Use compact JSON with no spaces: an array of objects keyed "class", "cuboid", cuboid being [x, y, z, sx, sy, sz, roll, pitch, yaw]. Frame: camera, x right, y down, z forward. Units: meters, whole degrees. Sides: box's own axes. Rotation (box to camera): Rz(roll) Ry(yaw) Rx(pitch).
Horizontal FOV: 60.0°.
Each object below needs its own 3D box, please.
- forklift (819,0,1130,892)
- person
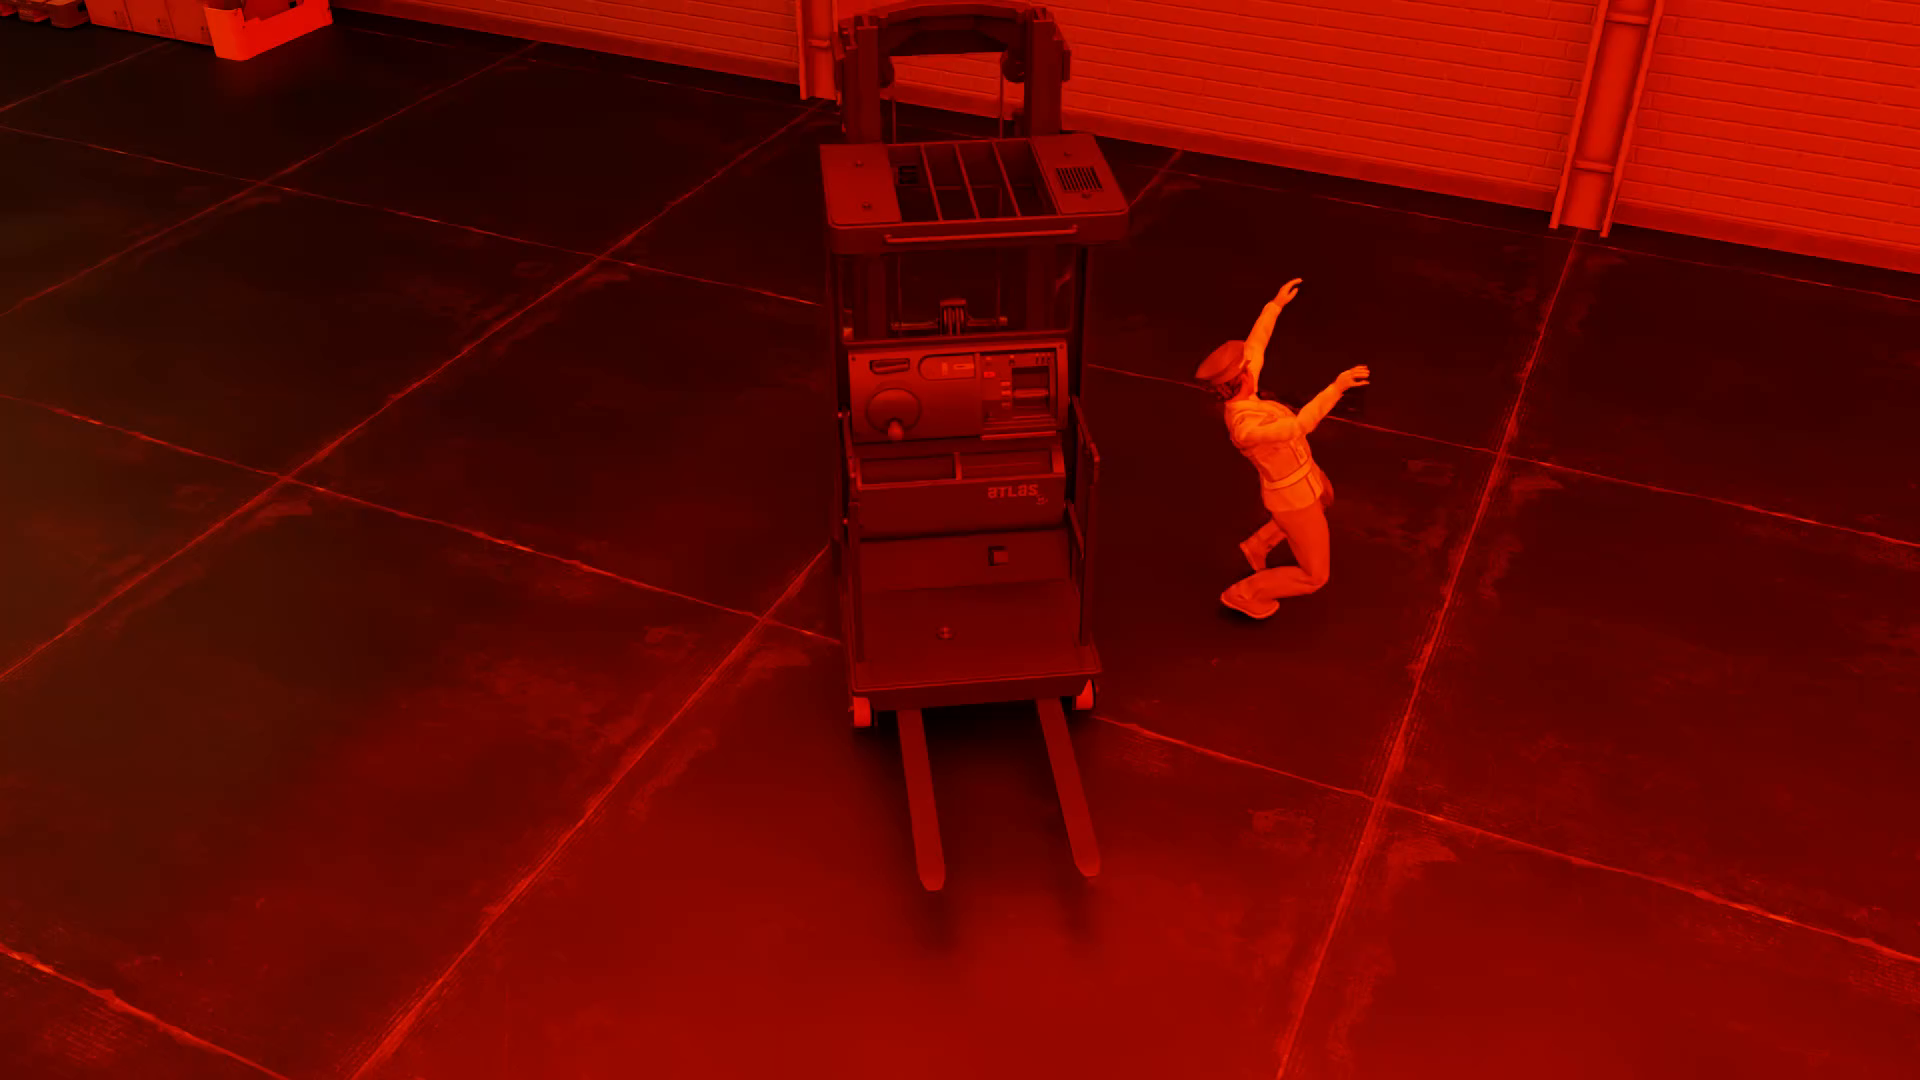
[{"class":"forklift","cuboid":[0.024,-0.568,6.882,1.130,2.935,3.031,-4,36,-6]},{"class":"person","cuboid":[1.437,-0.350,7.788,0.759,1.539,0.881,1,36,2]}]
